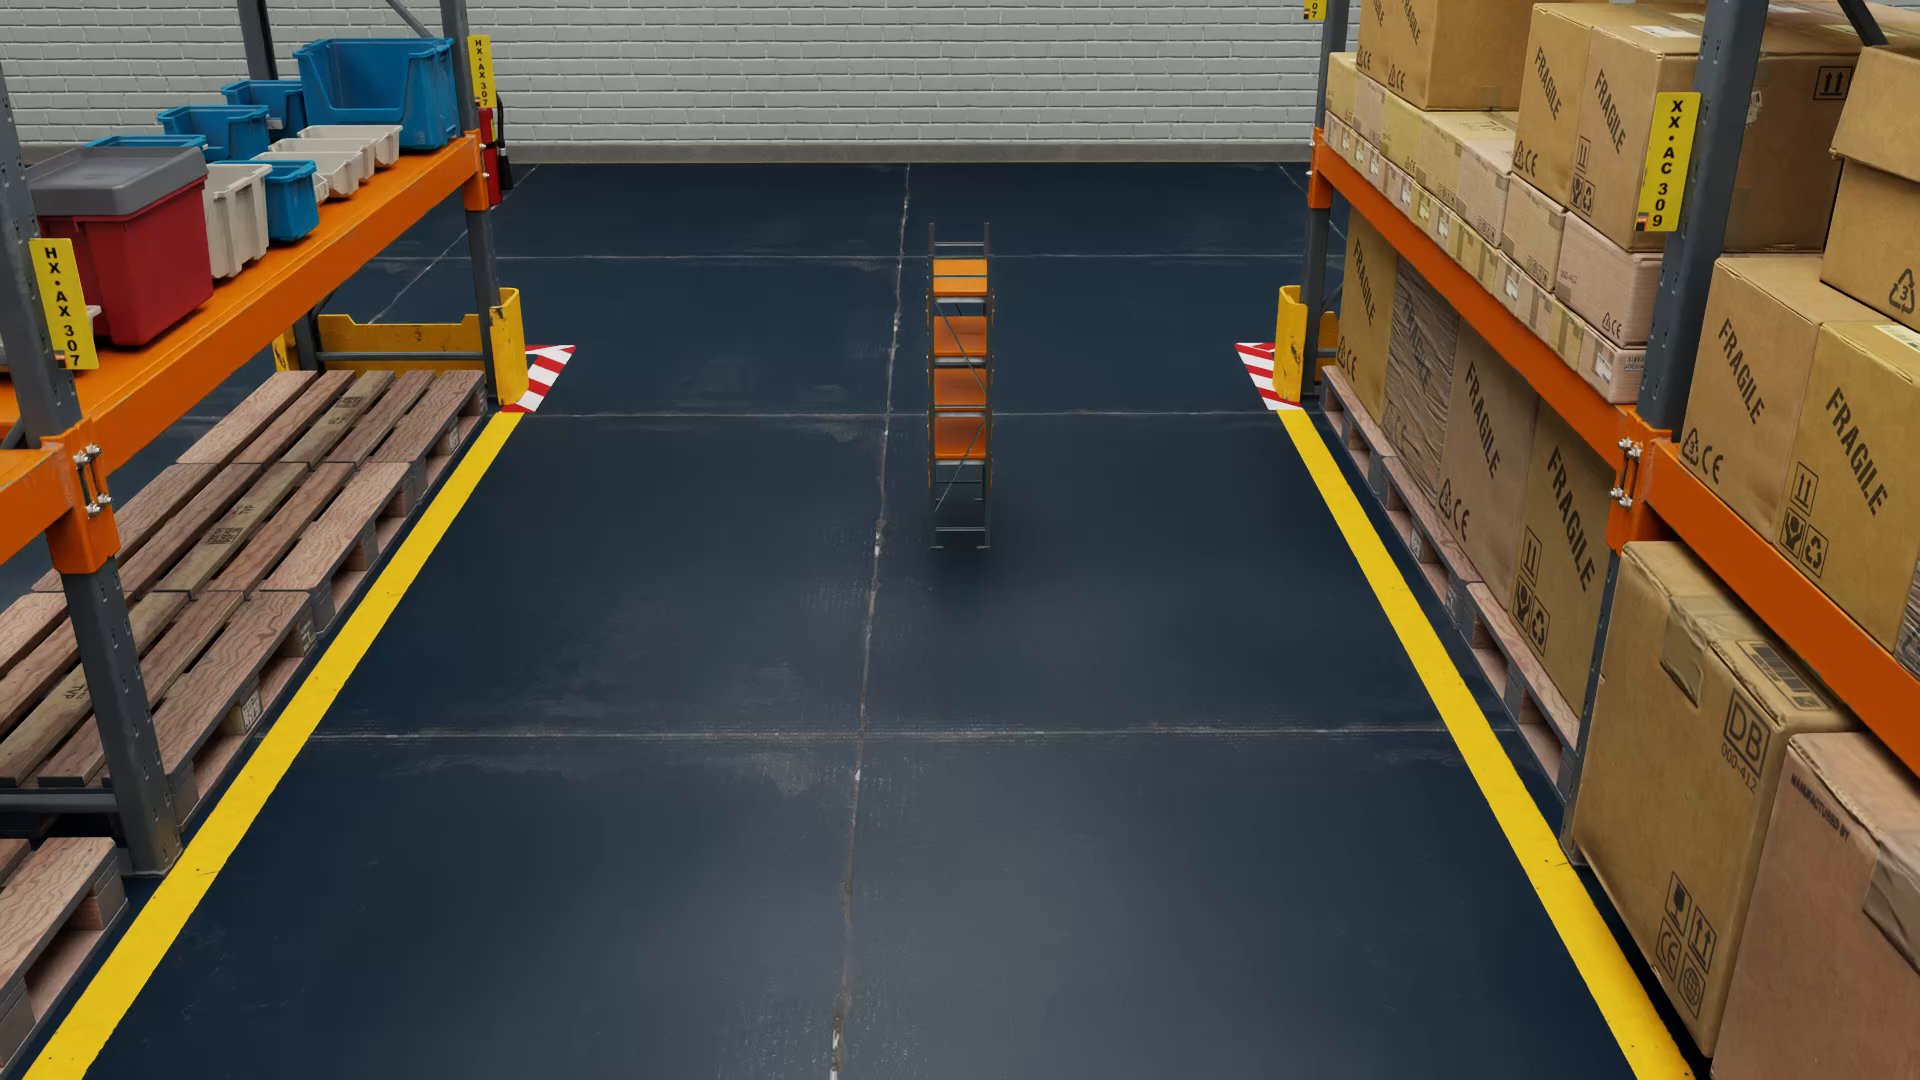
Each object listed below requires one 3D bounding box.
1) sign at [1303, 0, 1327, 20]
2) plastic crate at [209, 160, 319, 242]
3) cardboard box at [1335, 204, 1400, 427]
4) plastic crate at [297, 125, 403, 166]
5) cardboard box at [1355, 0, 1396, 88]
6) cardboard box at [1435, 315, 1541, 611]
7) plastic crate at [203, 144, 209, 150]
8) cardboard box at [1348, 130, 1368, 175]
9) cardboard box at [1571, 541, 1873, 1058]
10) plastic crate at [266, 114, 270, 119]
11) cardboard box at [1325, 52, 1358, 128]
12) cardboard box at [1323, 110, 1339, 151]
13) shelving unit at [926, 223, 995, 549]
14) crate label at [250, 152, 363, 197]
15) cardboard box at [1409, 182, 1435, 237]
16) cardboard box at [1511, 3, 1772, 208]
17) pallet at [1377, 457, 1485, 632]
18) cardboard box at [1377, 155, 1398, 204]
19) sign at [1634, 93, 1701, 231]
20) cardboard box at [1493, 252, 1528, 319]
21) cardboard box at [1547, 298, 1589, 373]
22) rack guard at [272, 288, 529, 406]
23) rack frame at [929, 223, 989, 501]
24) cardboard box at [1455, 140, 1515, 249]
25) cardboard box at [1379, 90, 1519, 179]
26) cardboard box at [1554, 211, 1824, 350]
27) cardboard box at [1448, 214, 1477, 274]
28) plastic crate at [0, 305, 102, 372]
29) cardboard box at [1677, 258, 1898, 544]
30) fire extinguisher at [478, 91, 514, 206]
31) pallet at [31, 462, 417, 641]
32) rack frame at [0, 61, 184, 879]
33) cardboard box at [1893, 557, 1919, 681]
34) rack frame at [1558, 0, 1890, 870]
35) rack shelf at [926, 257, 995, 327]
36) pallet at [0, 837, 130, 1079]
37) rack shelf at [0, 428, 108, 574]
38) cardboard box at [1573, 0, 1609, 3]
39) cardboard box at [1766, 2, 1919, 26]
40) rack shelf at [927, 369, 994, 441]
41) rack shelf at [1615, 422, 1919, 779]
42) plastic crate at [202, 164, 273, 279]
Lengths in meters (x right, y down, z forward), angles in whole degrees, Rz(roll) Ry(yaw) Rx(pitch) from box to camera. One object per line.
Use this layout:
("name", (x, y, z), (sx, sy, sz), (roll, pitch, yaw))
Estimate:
("sign", (1.630, -2.544, 7.587), (0.100, 0.325, 0.005), (0, 24, -1))
("plastic crate", (-2.489, -1.197, 5.887), (0.416, 0.233, 0.300), (0, 24, -1))
("cardboard box", (2.272, -1.073, 7.551), (0.875, 0.875, 0.875), (0, 24, -1))
("plastic crate", (-2.578, -1.663, 7.034), (0.396, 0.136, 0.243), (0, 24, -1))
("cardboard box", (1.926, -2.117, 6.702), (0.500, 0.500, 0.500), (-1, 24, -2))
("cardboard box", (2.292, -0.331, 5.911), (0.875, 0.875, 0.875), (0, 24, -1))
("plastic crate", (-3.166, -1.483, 6.636), (0.250, 0.136, 0.298), (0, 24, -1))
("cardboard box", (1.866, -1.640, 7.040), (0.380, 0.149, 0.250), (-1, 24, -2))
("cardboard box", (2.256, 0.576, 3.906), (1.225, 0.875, 0.875), (0, 24, 0))
("plastic crate", (-3.173, -1.762, 7.254), (0.250, 0.136, 0.298), (0, 24, -1))
("cardboard box", (1.920, -1.981, 7.312), (0.500, 0.250, 0.500), (-1, 24, -2))
("cardboard box", (1.859, -1.851, 7.507), (0.380, 0.149, 0.250), (0, 24, 0))
("shelving unit", (-0.002, -0.615, 6.654), (0.258, 1.200, 0.503), (0, 24, -1))
("crate label", (-2.561, -1.429, 6.516), (0.396, 0.136, 0.243), (0, 24, -1))
("cardboard box", (1.877, -1.217, 6.106), (0.380, 0.149, 0.250), (-1, 24, -2))
("cardboard box", (1.955, -1.268, 4.826), (0.500, 0.500, 0.500), (0, 24, 0))
("pallet", (2.283, -0.012, 6.520), (1.003, 0.211, 1.213), (0, 24, -1))
("cardboard box", (1.872, -1.427, 6.571), (0.380, 0.149, 0.250), (-1, 24, -2))
("sign", (1.674, -0.892, 3.936), (0.100, 0.325, 0.005), (0, 24, -1))
("cardboard box", (1.889, -0.792, 5.167), (0.380, 0.149, 0.250), (0, 24, 0))
("cardboard box", (1.895, -0.581, 4.699), (0.380, 0.149, 0.250), (0, 24, 0))
("rack guard", (-2.781, -0.962, 8.270), (1.175, 0.500, 0.348), (0, 24, -1))
("rack frame", (-0.004, -0.715, 6.876), (0.240, 1.200, 0.015), (0, 24, -1))
("cardboard box", (1.948, -1.136, 5.444), (0.500, 0.250, 0.500), (0, 24, 1))
("cardboard box", (1.935, -1.560, 6.380), (0.500, 0.250, 0.500), (-1, 24, -2))
("cardboard box", (1.962, -0.713, 4.507), (0.500, 0.250, 0.500), (-1, 24, -2))
("cardboard box", (1.883, -1.004, 5.635), (0.380, 0.149, 0.250), (-1, 24, -1))
("plastic crate", (-2.586, -0.542, 4.556), (0.396, 0.136, 0.243), (0, 24, -1))
("cardboard box", (1.984, -0.320, 3.696), (0.500, 0.500, 0.500), (0, 24, 0))
("fire extinguisher", (-2.315, -1.950, 7.968), (0.296, 0.674, 0.183), (0, 24, -1))
("pallet", (-2.787, 0.021, 6.447), (1.003, 0.211, 1.213), (0, 24, -1))
("rack frame", (-2.724, -0.443, 4.089), (1.000, 3.000, 0.127), (0, 24, -1))
("cardboard box", (1.995, 0.094, 2.782), (0.500, 0.500, 0.500), (-1, 24, -2))
("rack frame", (2.229, -0.465, 4.138), (1.000, 3.000, 0.127), (0, 24, -1))
("rack shelf", (-0.002, -0.973, 6.492), (0.258, 0.148, 0.480), (0, 24, -1))
("pallet", (-2.757, 1.146, 3.960), (1.003, 0.211, 1.213), (0, 24, -1))
("rack shelf", (-2.702, 0.709, 2.415), (1.077, 0.370, 4.000), (0, 24, -1))
("cardboard box", (2.453, -2.322, 7.156), (0.500, 0.500, 0.500), (0, 24, 0))
("cardboard box", (2.482, -1.275, 4.841), (0.500, 0.500, 0.500), (0, 24, -1))
("rack shelf", (-0.002, -0.554, 6.681), (0.258, 0.148, 0.480), (0, 24, -1))
("rack shelf", (2.251, 0.687, 2.464), (1.077, 0.370, 4.000), (0, 24, -1))
("plastic crate", (-2.556, -1.046, 5.494), (0.437, 0.282, 0.530), (0, 24, -1))
